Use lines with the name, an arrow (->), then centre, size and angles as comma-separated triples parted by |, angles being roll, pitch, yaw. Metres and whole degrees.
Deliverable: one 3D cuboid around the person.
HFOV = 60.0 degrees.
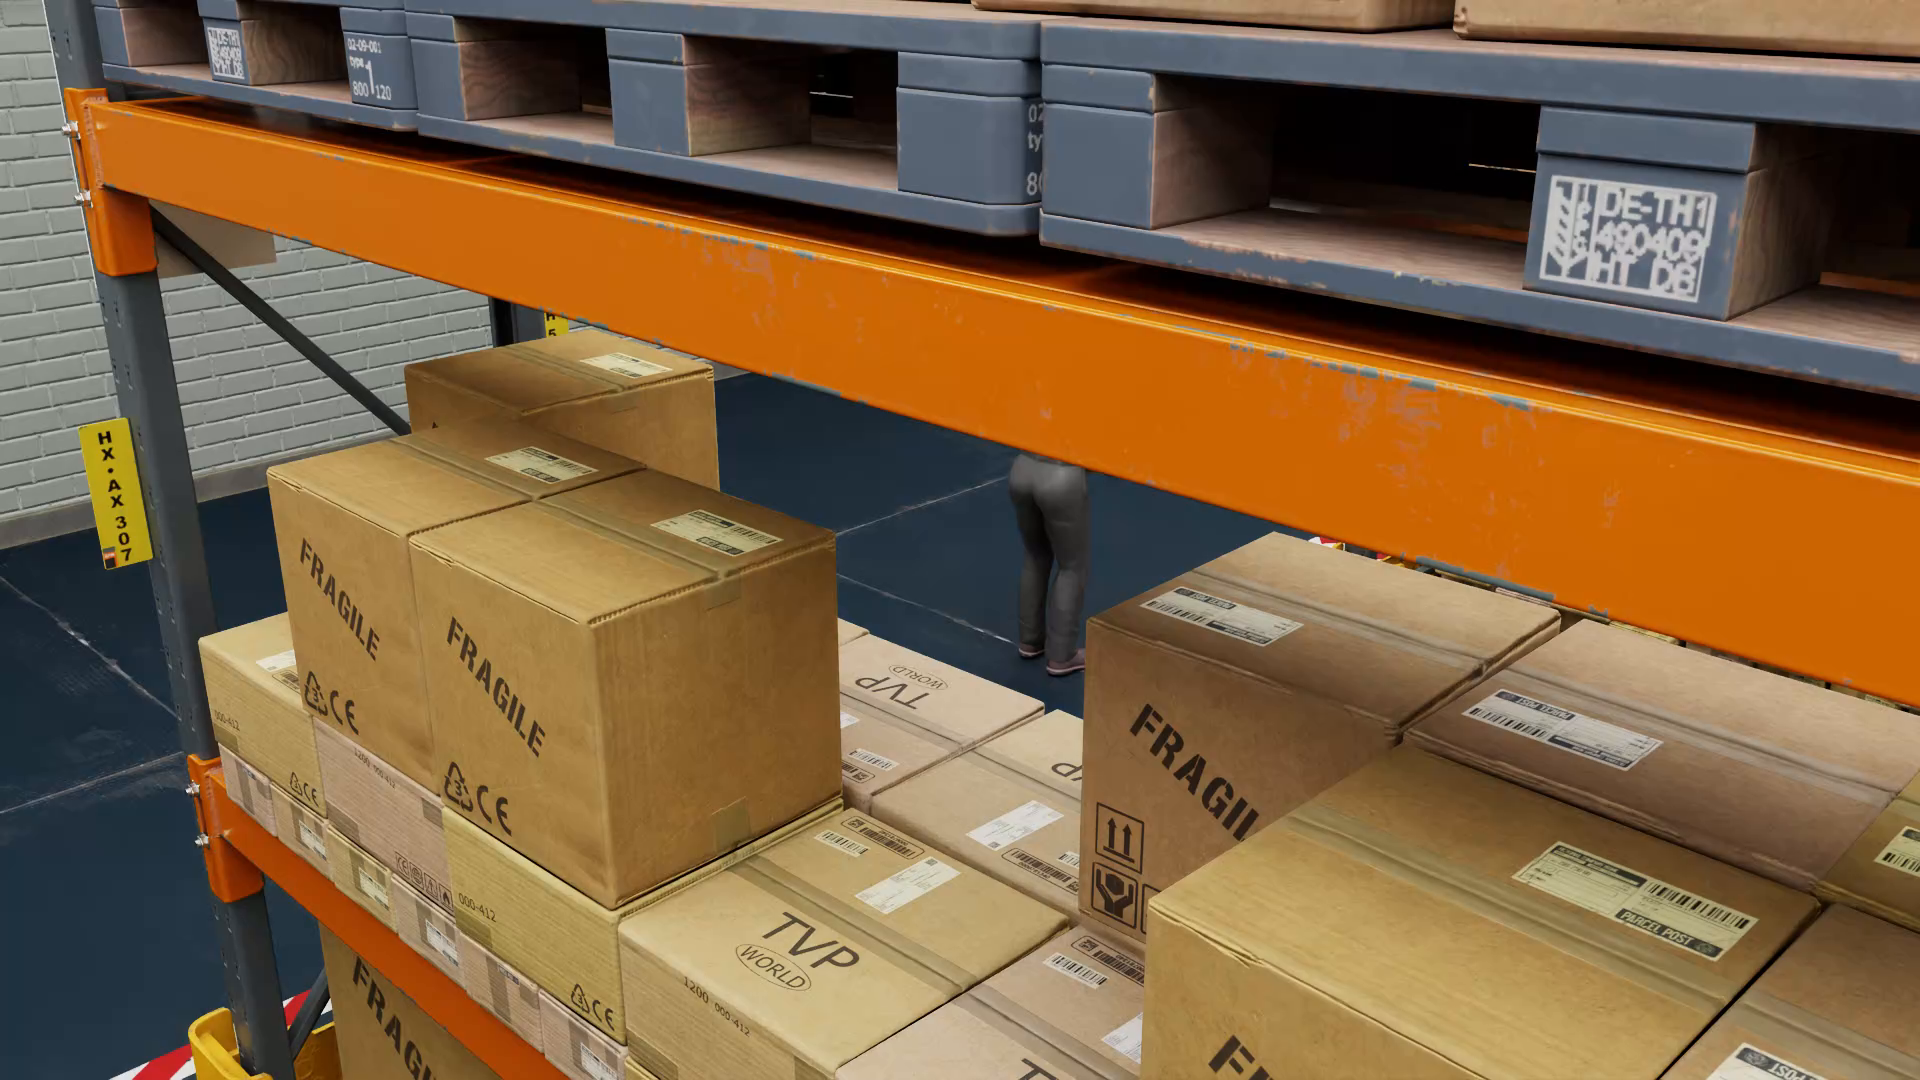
person -> 0.443, -0.243, 7.244 | 0.517, 1.647, 0.450 | -19, 28, -41
